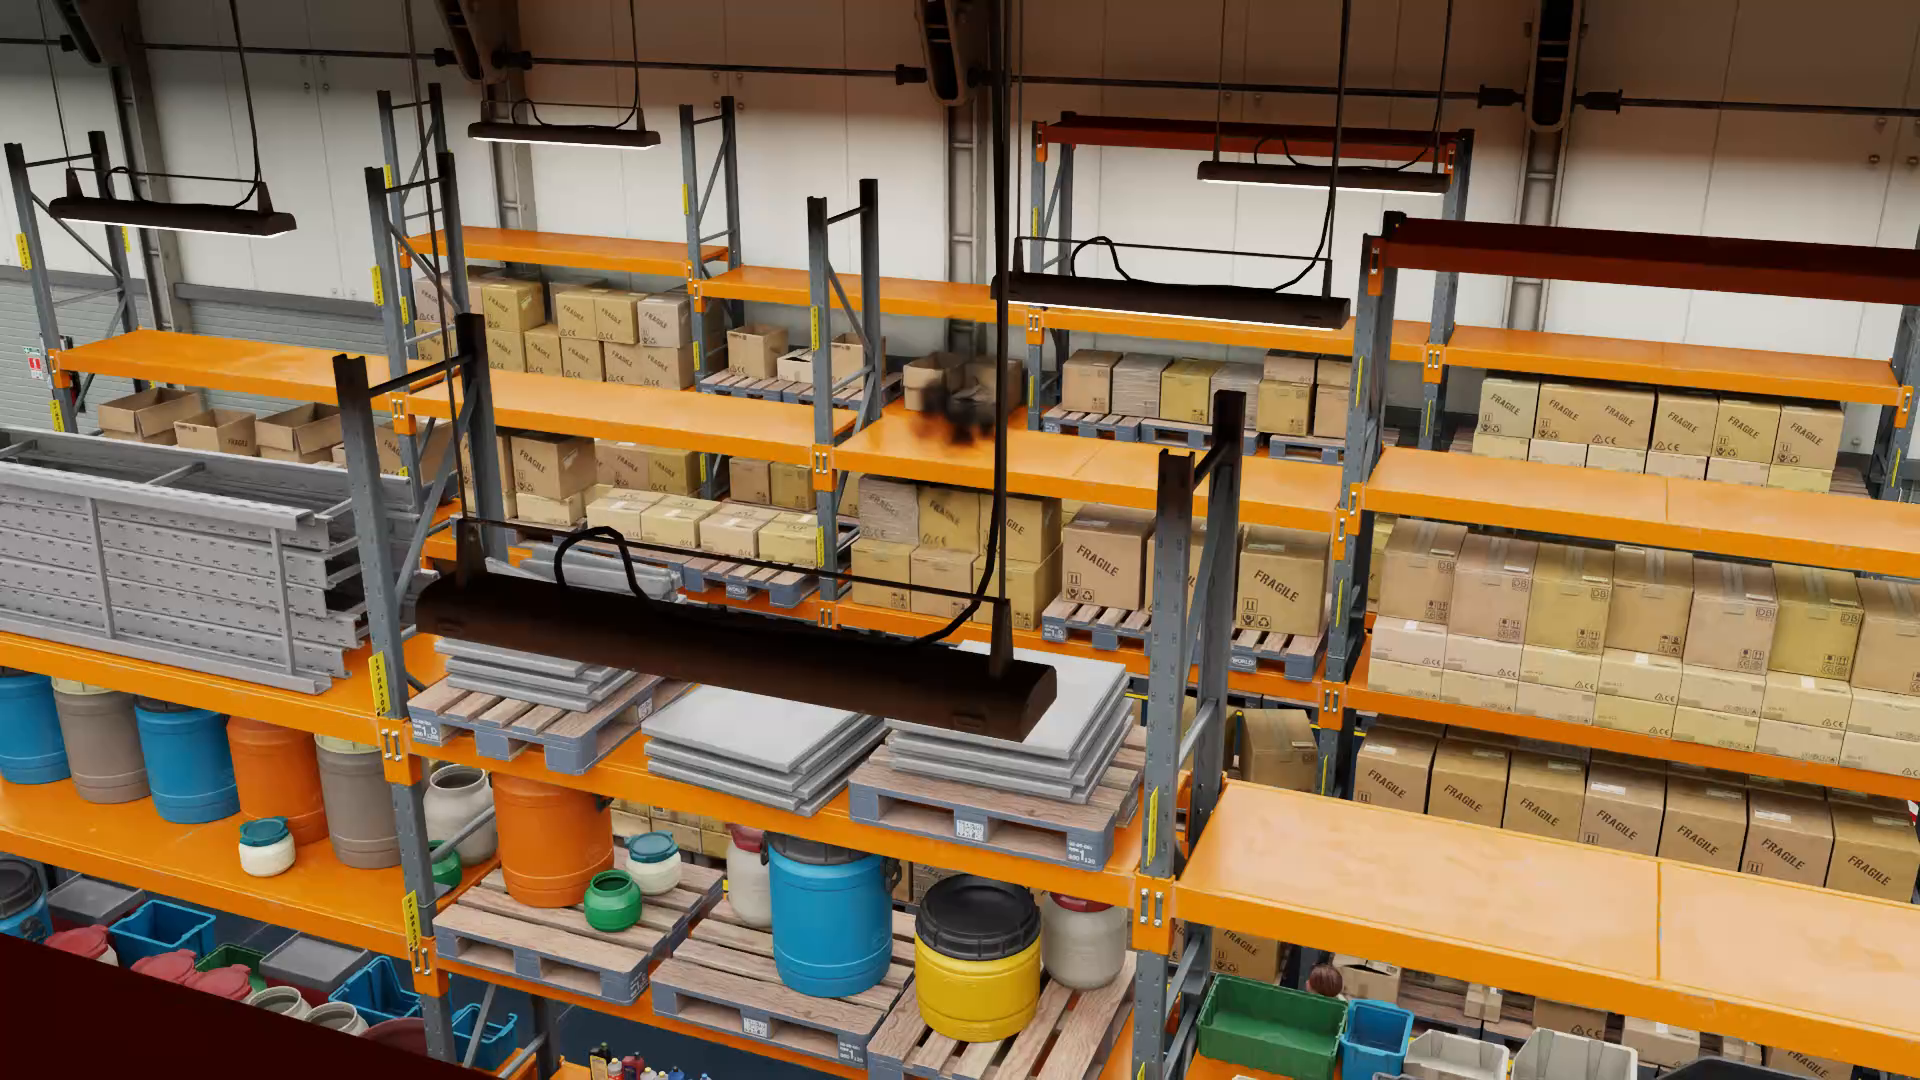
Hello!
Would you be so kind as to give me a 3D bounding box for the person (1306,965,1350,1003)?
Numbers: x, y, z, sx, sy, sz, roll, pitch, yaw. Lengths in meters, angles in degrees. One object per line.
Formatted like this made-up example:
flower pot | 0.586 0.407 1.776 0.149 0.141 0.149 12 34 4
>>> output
person | 2.353 3.478 10.960 0.893 1.585 0.537 3 21 9
